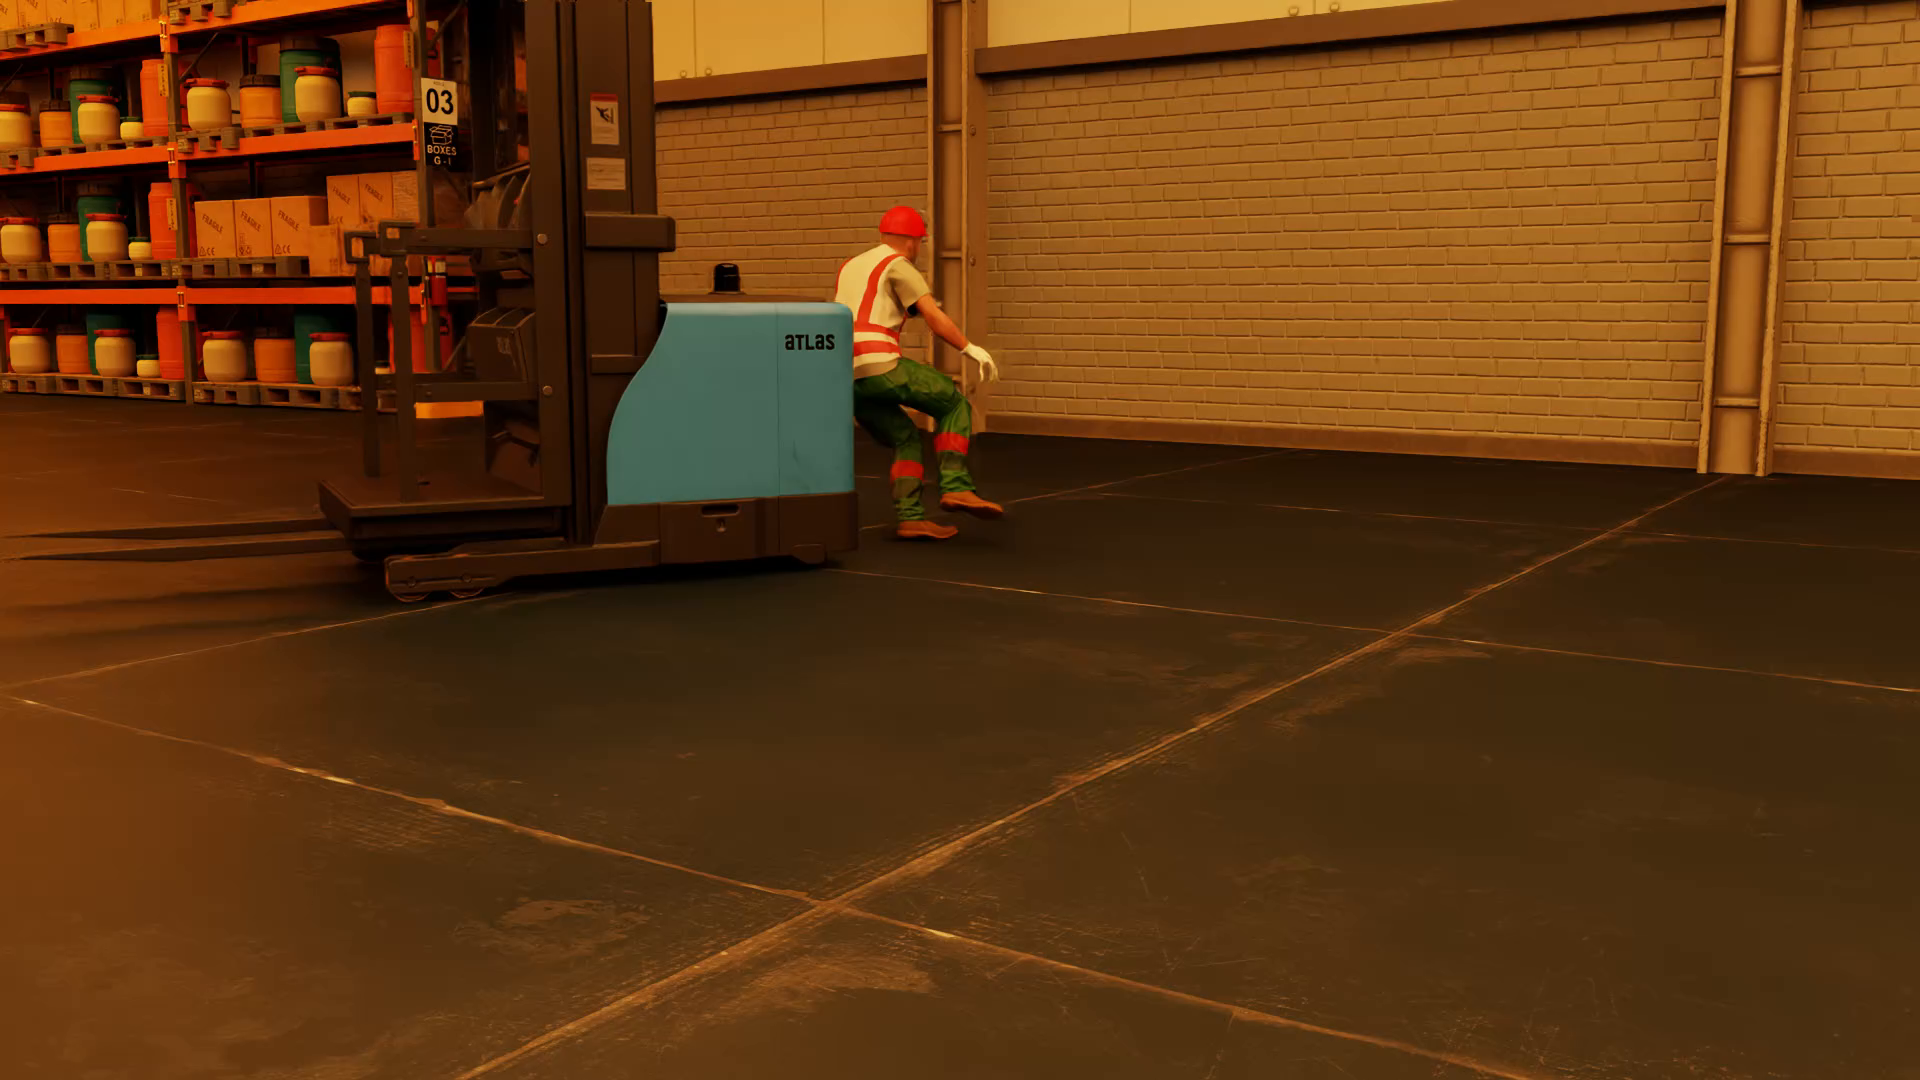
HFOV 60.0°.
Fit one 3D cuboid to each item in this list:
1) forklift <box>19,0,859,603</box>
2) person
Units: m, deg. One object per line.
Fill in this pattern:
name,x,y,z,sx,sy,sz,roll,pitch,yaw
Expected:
forklift,-1.970,-1.309,6.401,3.031,2.935,1.130,-4,9,-26
person,-0.177,-0.795,7.817,1.067,1.529,0.919,6,10,37
